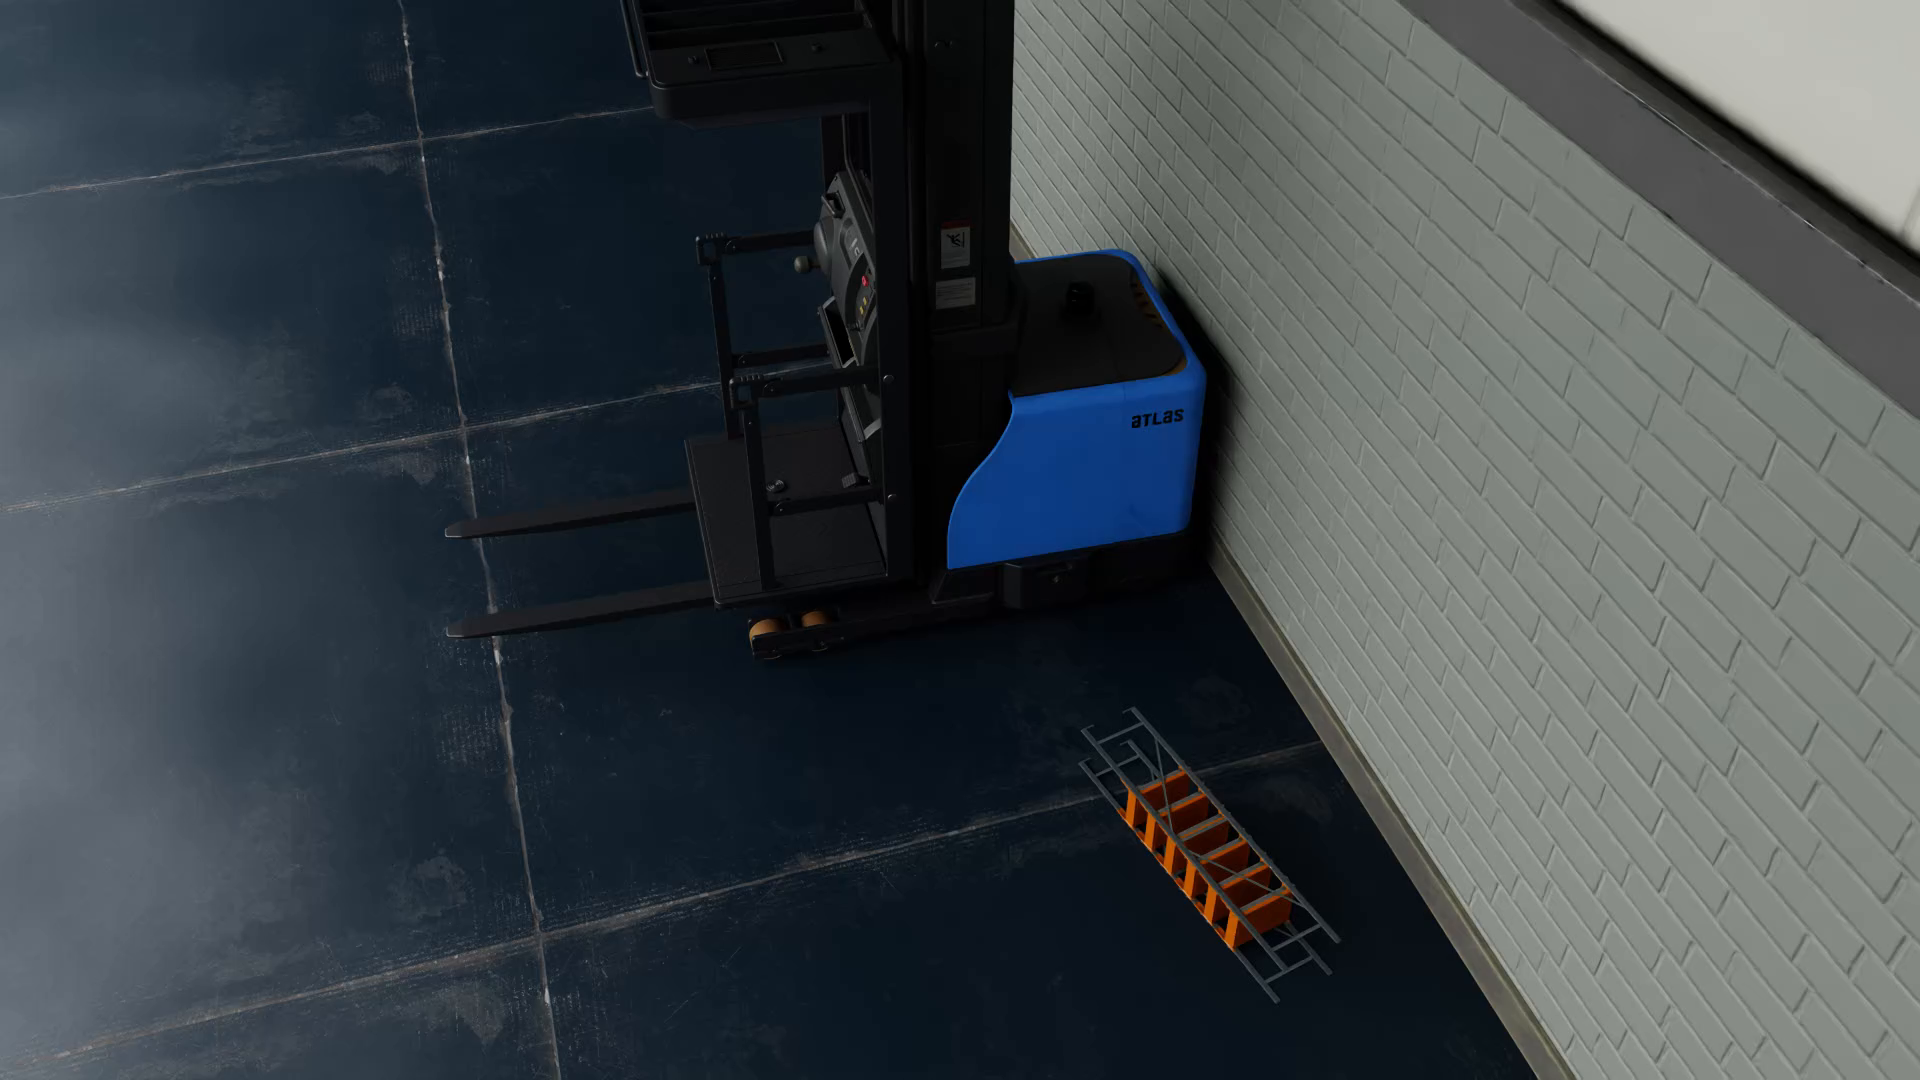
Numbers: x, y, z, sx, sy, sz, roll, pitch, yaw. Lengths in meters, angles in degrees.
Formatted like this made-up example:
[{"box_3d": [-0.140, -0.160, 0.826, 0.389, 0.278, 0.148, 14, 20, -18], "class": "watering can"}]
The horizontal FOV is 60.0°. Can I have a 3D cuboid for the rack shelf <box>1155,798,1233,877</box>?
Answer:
[{"box_3d": [0.828, 1.053, 5.895, 0.258, 0.180, 0.103, -21, 46, -22], "class": "rack shelf"}]

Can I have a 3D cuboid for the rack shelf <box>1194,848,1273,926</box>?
[{"box_3d": [0.947, 1.191, 5.739, 0.258, 0.180, 0.103, -21, 46, -22], "class": "rack shelf"}]

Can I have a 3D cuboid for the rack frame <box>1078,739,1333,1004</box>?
[{"box_3d": [0.850, 1.147, 5.927, 0.240, 0.006, 1.200, -21, 46, -22], "class": "rack frame"}]

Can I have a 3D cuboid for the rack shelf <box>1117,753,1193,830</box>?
[{"box_3d": [0.708, 0.915, 6.051, 0.258, 0.180, 0.103, -21, 46, -22], "class": "rack shelf"}]

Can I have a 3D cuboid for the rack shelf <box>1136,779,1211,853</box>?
[{"box_3d": [0.768, 0.984, 5.973, 0.258, 0.180, 0.103, -21, 46, -22], "class": "rack shelf"}]

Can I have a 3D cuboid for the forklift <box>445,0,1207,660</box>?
[{"box_3d": [-0.608, -1.007, 6.175, 3.031, 2.935, 1.130, -9, 42, -10], "class": "forklift"}]

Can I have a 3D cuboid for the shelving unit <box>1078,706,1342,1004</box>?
[{"box_3d": [0.850, 1.079, 5.866, 0.258, 0.189, 1.200, -21, 46, -22], "class": "shelving unit"}]

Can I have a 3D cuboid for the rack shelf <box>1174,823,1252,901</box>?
[{"box_3d": [0.888, 1.122, 5.817, 0.258, 0.180, 0.103, -21, 46, -22], "class": "rack shelf"}]

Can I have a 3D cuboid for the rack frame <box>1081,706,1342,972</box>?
[{"box_3d": [0.850, 1.010, 5.806, 0.240, 0.006, 1.200, -21, 46, -22], "class": "rack frame"}]

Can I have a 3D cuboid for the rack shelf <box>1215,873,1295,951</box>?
[{"box_3d": [1.007, 1.260, 5.662, 0.258, 0.180, 0.103, -21, 46, -22], "class": "rack shelf"}]
